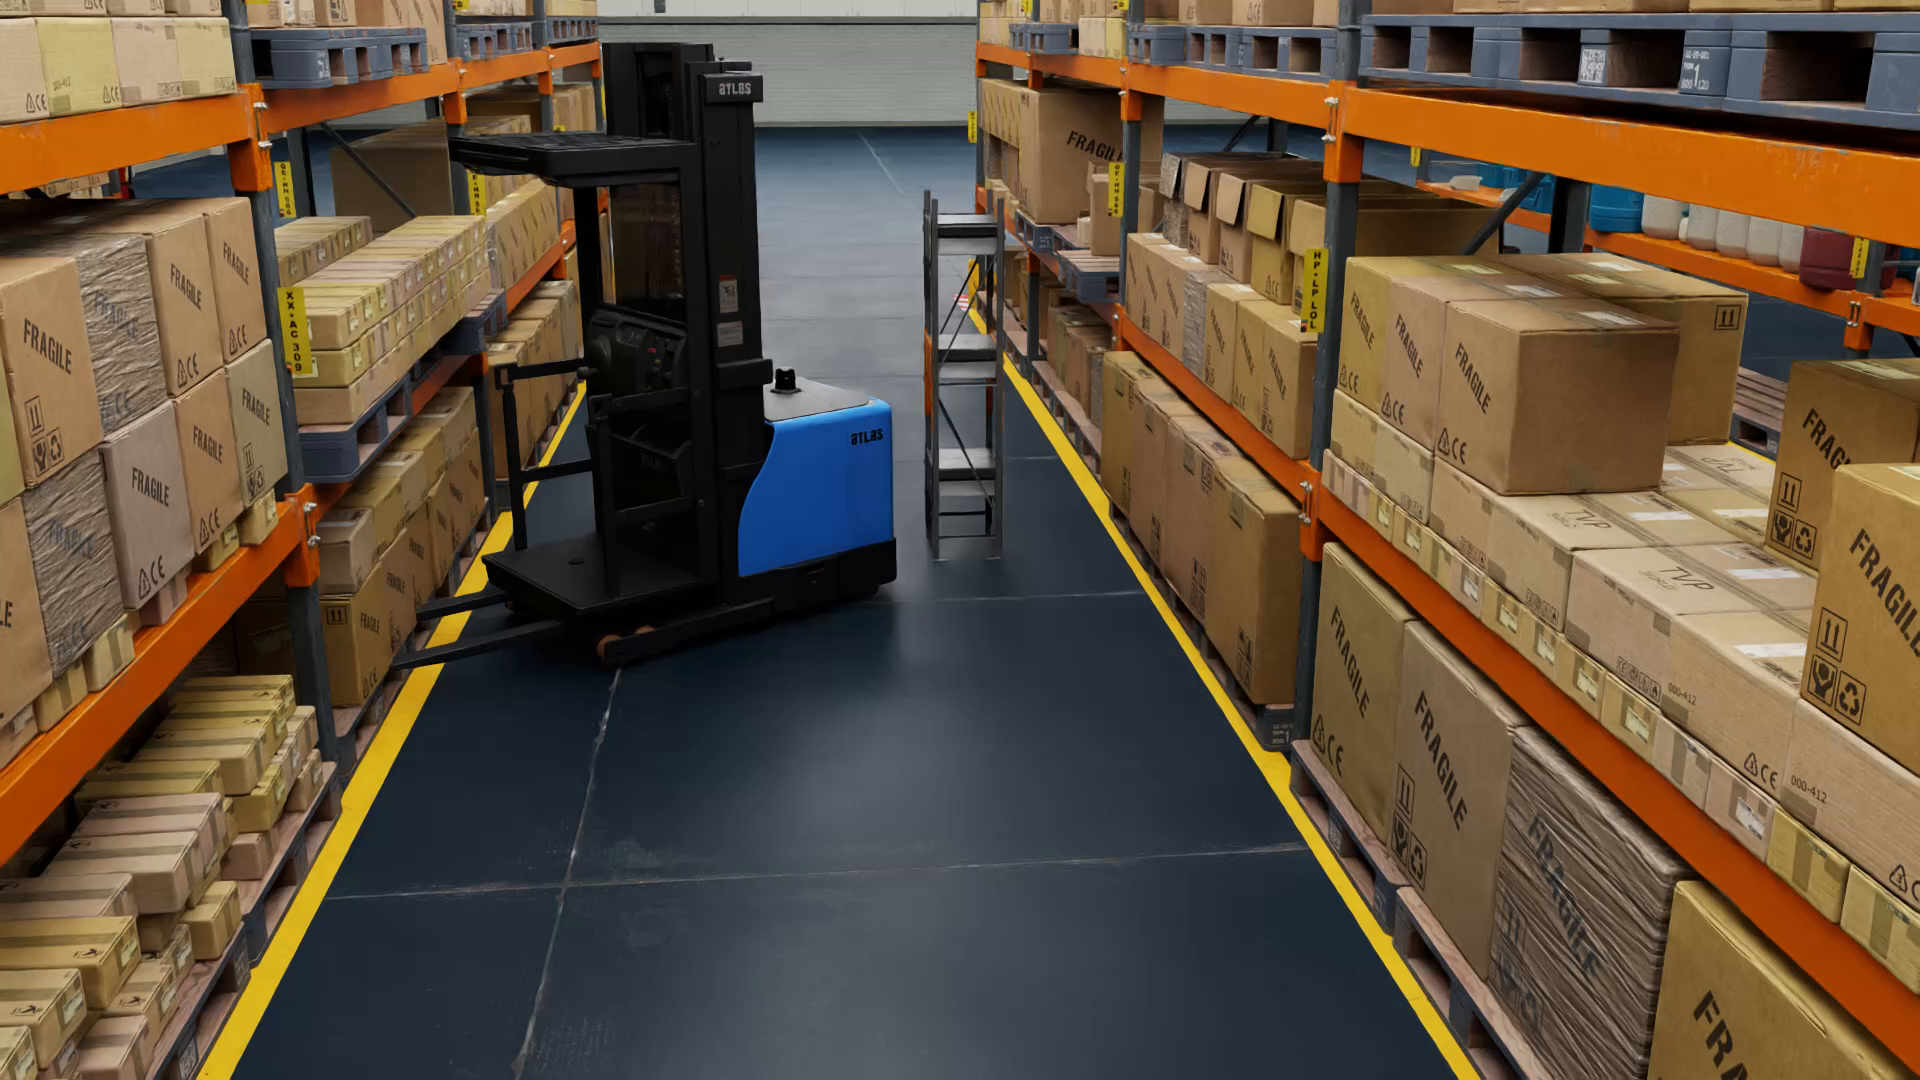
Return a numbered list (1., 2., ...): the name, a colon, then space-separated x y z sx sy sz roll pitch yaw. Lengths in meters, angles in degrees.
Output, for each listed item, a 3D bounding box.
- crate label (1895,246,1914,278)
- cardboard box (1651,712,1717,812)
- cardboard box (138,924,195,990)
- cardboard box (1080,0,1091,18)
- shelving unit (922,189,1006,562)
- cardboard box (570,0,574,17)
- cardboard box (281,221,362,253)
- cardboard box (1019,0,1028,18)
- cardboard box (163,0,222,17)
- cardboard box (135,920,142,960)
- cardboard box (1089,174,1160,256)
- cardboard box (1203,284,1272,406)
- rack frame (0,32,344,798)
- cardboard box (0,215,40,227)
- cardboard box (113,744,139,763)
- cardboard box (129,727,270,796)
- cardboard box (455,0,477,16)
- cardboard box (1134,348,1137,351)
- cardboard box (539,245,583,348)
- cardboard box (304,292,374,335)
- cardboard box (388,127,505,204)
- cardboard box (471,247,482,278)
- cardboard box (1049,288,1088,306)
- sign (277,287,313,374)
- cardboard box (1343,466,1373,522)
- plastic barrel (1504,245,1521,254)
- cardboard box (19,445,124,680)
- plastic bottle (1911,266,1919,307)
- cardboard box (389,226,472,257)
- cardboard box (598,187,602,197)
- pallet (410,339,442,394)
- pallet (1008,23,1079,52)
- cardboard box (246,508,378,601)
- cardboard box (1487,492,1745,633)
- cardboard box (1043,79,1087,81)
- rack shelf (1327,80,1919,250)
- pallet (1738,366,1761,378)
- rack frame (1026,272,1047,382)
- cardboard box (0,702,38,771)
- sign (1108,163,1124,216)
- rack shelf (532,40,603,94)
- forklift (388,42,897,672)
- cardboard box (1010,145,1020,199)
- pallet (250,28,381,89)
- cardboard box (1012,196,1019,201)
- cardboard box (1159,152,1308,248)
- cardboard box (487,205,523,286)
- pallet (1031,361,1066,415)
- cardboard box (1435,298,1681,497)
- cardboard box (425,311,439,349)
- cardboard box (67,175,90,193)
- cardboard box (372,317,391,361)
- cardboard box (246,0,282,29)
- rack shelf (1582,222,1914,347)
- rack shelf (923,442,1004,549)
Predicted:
1. crate label: 6.598 -2.138 11.922 0.502 0.435 0.616 -2 18 -6
2. cardboard box: 1.887 0.516 3.944 0.380 0.149 0.250 -1 17 -5
3. cardboard box: -2.581 1.305 5.071 0.380 0.149 0.250 -1 17 -5
4. cardboard box: 1.107 -3.816 11.316 0.500 0.500 0.500 -1 17 -5
5. shelving unit: 0.017 -0.952 9.705 0.431 2.100 0.503 -2 18 -6
6. cardboard box: -3.685 -4.790 14.972 0.380 0.149 0.250 -2 18 -6
7. cardboard box: -3.554 -1.682 9.251 0.380 0.149 0.250 -2 18 -7
8. cardboard box: 0.722 -4.648 14.552 0.380 0.149 0.250 -3 18 -8
9. cardboard box: -2.726 -1.818 5.367 0.500 0.250 0.500 -3 18 -8
10. cardboard box: -2.626 1.226 4.824 0.380 0.149 0.250 -1 17 -3
11. cardboard box: 1.252 -2.235 11.421 0.700 0.500 0.500 1 17 3
12. cardboard box: 1.492 -0.954 8.042 0.500 0.500 0.500 -2 18 -6
13. rack frame: -3.027 -0.349 6.282 1.000 3.000 0.127 -2 18 -6
14. cardboard box: -3.154 -0.720 5.130 0.500 0.500 0.500 -2 18 -7
15. cardboard box: -3.192 0.859 5.995 0.380 0.149 0.250 -2 18 -5
16. cardboard box: -2.633 0.773 5.771 0.380 0.149 0.250 -2 18 -6
17. cardboard box: -3.295 -3.400 10.273 0.500 0.311 0.500 -2 18 -6
18. cardboard box: 1.406 -1.238 11.299 0.500 0.250 0.500 -1 17 -3
19. cardboard box: -3.847 -2.109 14.733 0.875 0.875 0.875 -2 17 -5
20. cardboard box: -2.645 -0.928 6.851 0.380 0.149 0.250 -1 17 -4
21. cardboard box: -3.637 -2.656 11.792 0.700 0.500 0.500 -2 18 -6
22. cardboard box: -2.906 -1.551 9.331 0.380 0.149 0.250 -1 17 -4
23. cardboard box: 1.091 -1.984 14.961 0.500 0.500 0.500 -2 18 -7
24. sign: -2.488 -0.781 6.213 0.100 0.325 0.005 -2 18 -6
25. cardboard box: 1.644 -0.176 6.149 0.380 0.149 0.250 -2 18 -7
26. plastic barrel: 5.802 -2.871 17.767 0.421 0.512 0.421 0 17 0
27. cardboard box: -2.563 0.054 4.334 0.500 0.500 0.500 -2 18 -7
28. plastic bottle: 6.154 -1.619 10.534 0.152 0.276 0.135 -2 18 -6
29. cardboard box: -2.882 -1.621 9.056 0.380 0.149 0.250 -1 17 -4
30. cardboard box: -4.103 -3.724 16.780 0.875 0.550 0.550 -2 18 -6
31. pallet: -3.194 -0.861 8.232 1.003 0.211 1.213 -2 18 -6
32. pallet: 1.050 -4.010 13.249 1.213 0.211 1.003 -2 18 -6
33. cardboard box: -2.840 0.057 7.208 0.500 0.250 0.500 -3 18 -8
34. cardboard box: 1.853 0.055 4.748 0.500 0.250 0.500 -2 18 -6
35. cardboard box: 1.039 -4.409 16.881 0.500 0.500 0.500 -2 18 -6
36. rack shelf: 2.123 -0.964 4.435 1.077 0.370 4.000 -2 18 -6
37. pallet: 6.138 -1.446 14.430 1.003 0.211 1.213 -2 18 -6
38. rack frame: 1.092 -2.856 14.266 1.000 3.000 0.127 -2 18 -6
39. cardboard box: -2.527 0.470 4.091 0.380 0.149 0.250 -2 18 -7
40. sign: 0.966 -2.159 10.246 0.100 0.325 0.005 -2 18 -6
41. rack shelf: -4.058 -4.417 15.430 1.077 0.370 4.000 -2 18 -6
42. forklift: -1.805 -0.942 8.285 3.031 2.935 1.130 -14 22 -38
43. cardboard box: 0.939 -3.477 15.582 0.875 0.500 0.500 -2 18 -6
44. pallet: -2.985 -1.878 6.457 1.213 0.211 1.003 -2 18 -6
45. cardboard box: 0.698 -3.165 15.670 0.380 0.149 0.250 -2 18 -6
46. cardboard box: 1.564 -1.972 9.609 0.797 0.503 0.637 -1 17 -4
47. cardboard box: -3.324 -2.033 11.476 0.500 0.500 0.500 -2 18 -6
48. pallet: 1.174 -1.294 13.945 1.003 0.211 1.213 -2 18 -6
49. cardboard box: 1.814 -0.448 5.099 0.500 0.500 0.500 -2 18 -7
50. cardboard box: -2.773 -1.025 8.154 0.380 0.149 0.250 -3 18 -8
51. cardboard box: -8.801 -3.629 16.064 0.500 0.500 0.500 -2 18 -6
52. cardboard box: -2.666 -0.857 7.122 0.380 0.149 0.250 -1 17 -4
53. cardboard box: -2.957 -2.145 6.125 0.700 0.500 0.500 -2 18 -6
54. rack shelf: 6.225 -2.070 12.963 1.077 0.370 4.000 -2 18 -6
55. rack shelf: 0.017 -0.272 9.919 0.431 0.518 0.480 -2 18 -6
